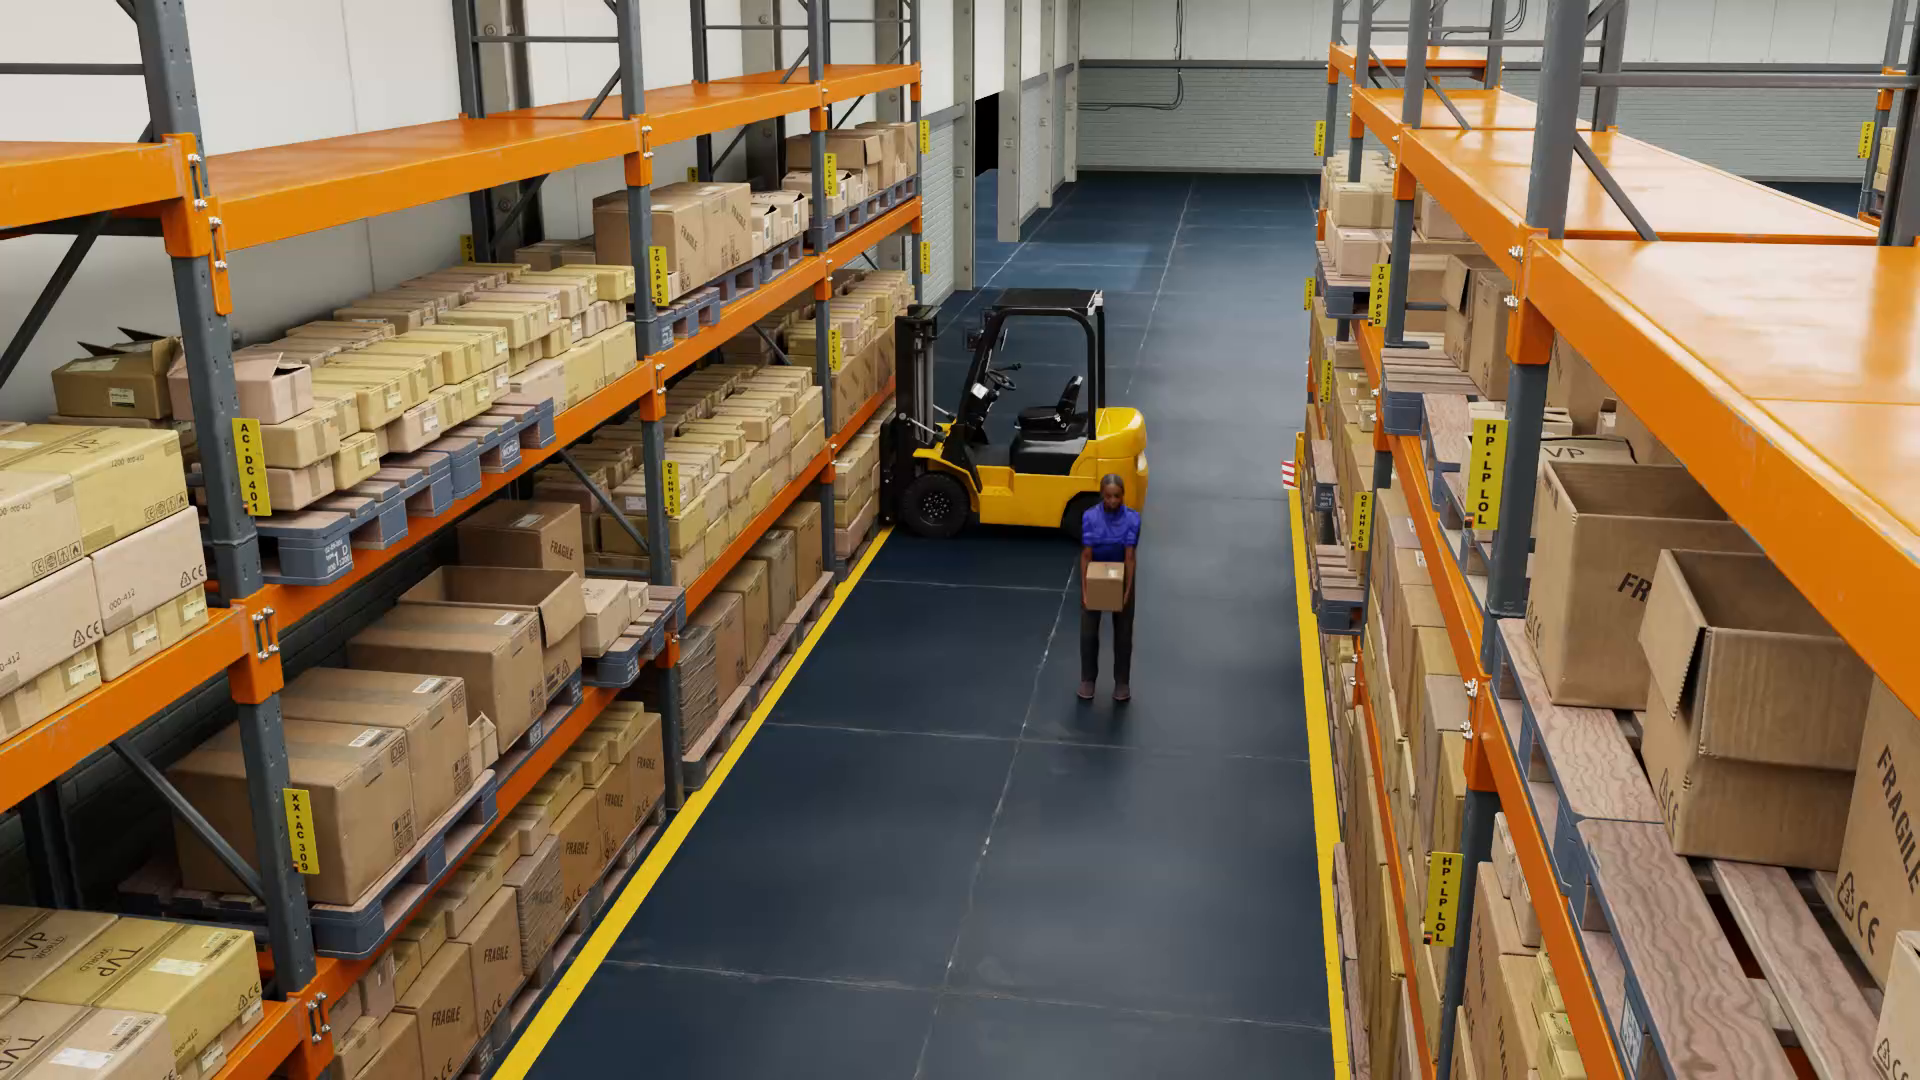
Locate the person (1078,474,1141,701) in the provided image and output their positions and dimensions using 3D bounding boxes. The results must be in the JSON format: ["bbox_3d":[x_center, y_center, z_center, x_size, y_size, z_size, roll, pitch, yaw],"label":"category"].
[{"bbox_3d":[1.033,0.335,11.564,0.411,1.648,0.528,3,18,8],"label":"person"}]
